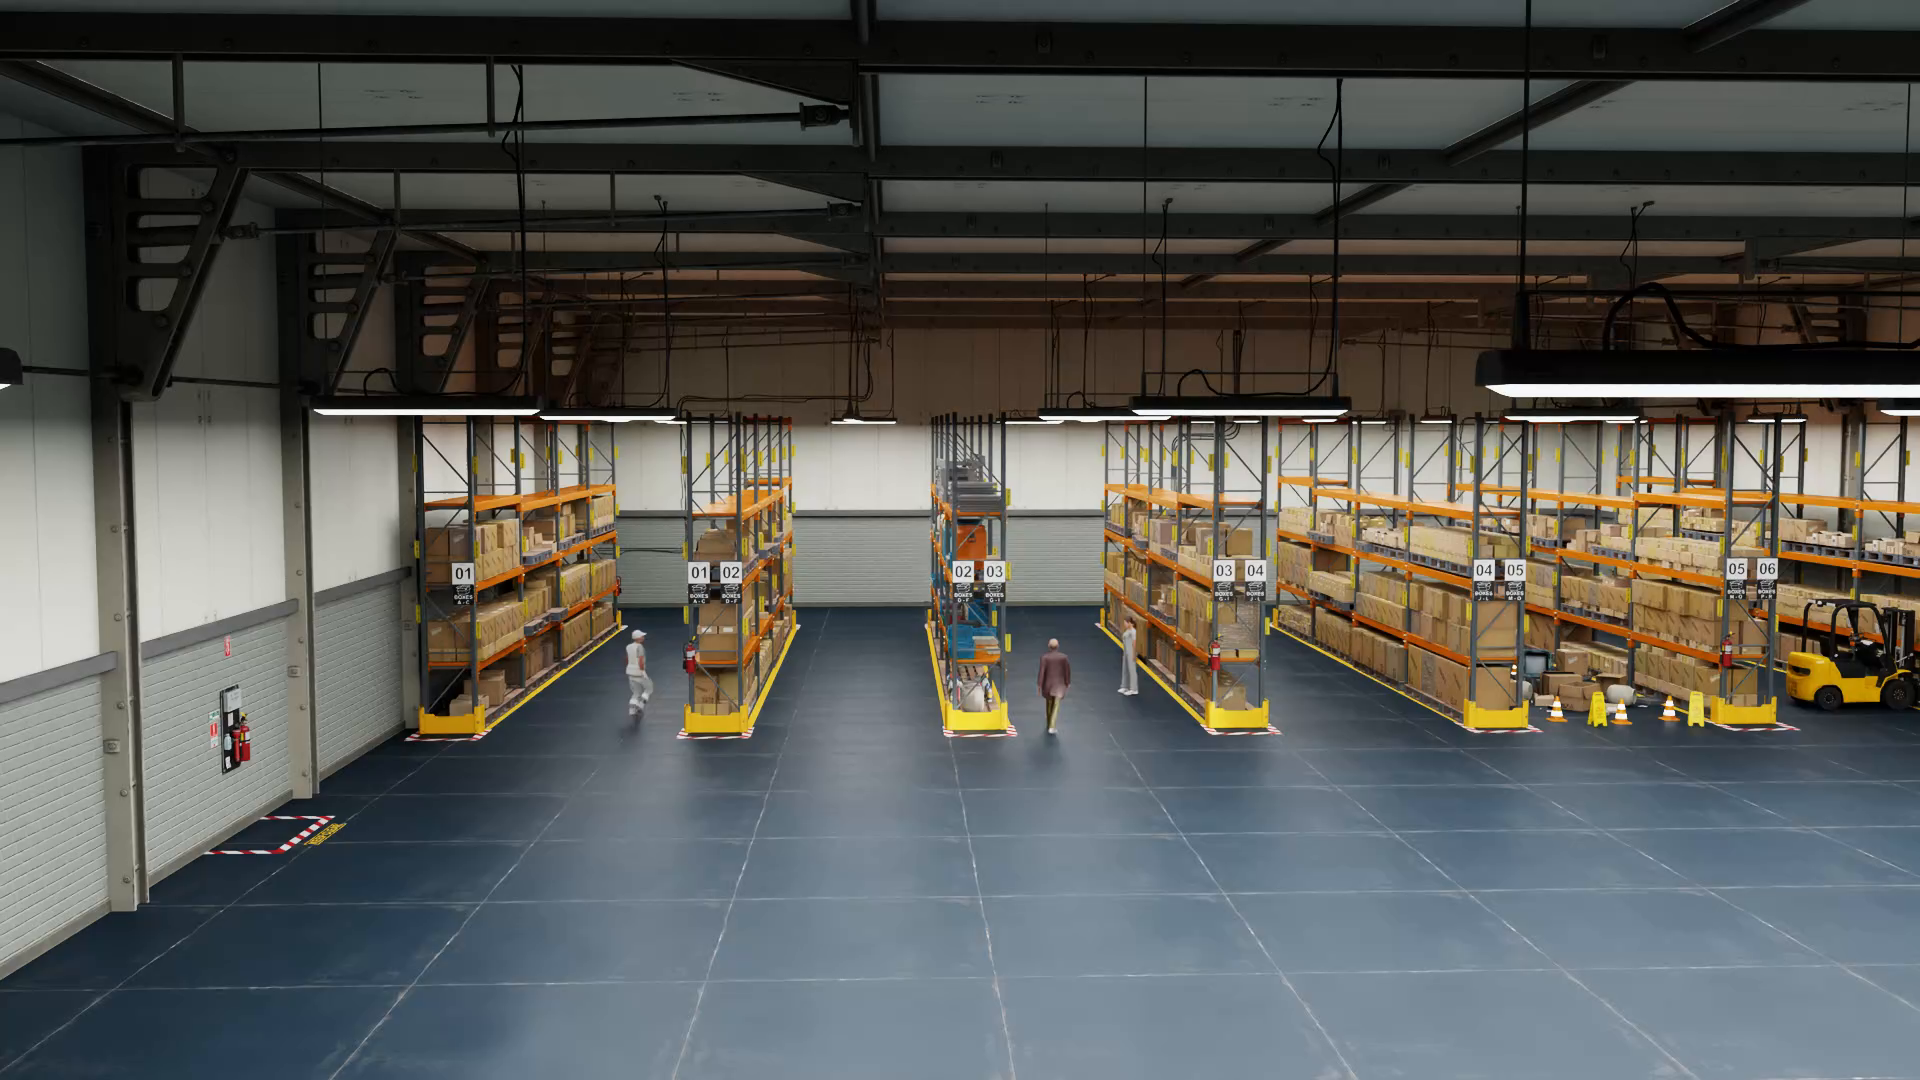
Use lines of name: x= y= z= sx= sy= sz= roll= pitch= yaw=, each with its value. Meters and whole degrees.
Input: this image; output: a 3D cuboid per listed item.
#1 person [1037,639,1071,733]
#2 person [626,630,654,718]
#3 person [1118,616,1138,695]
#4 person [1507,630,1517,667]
person: x=1.800 y=2.708 z=31.190 sx=0.575 sy=1.742 sz=0.985 roll=1 pitch=4 yaw=20
person: x=-6.308 y=2.643 z=32.813 sx=0.655 sy=1.751 sz=0.659 roll=2 pitch=4 yaw=27
person: x=3.611 y=2.456 z=35.647 sx=0.416 sy=1.674 sz=0.512 roll=-1 pitch=4 yaw=-15
person: x=13.106 y=2.194 z=39.447 sx=0.558 sy=1.715 sz=0.656 roll=-1 pitch=4 yaw=-15
